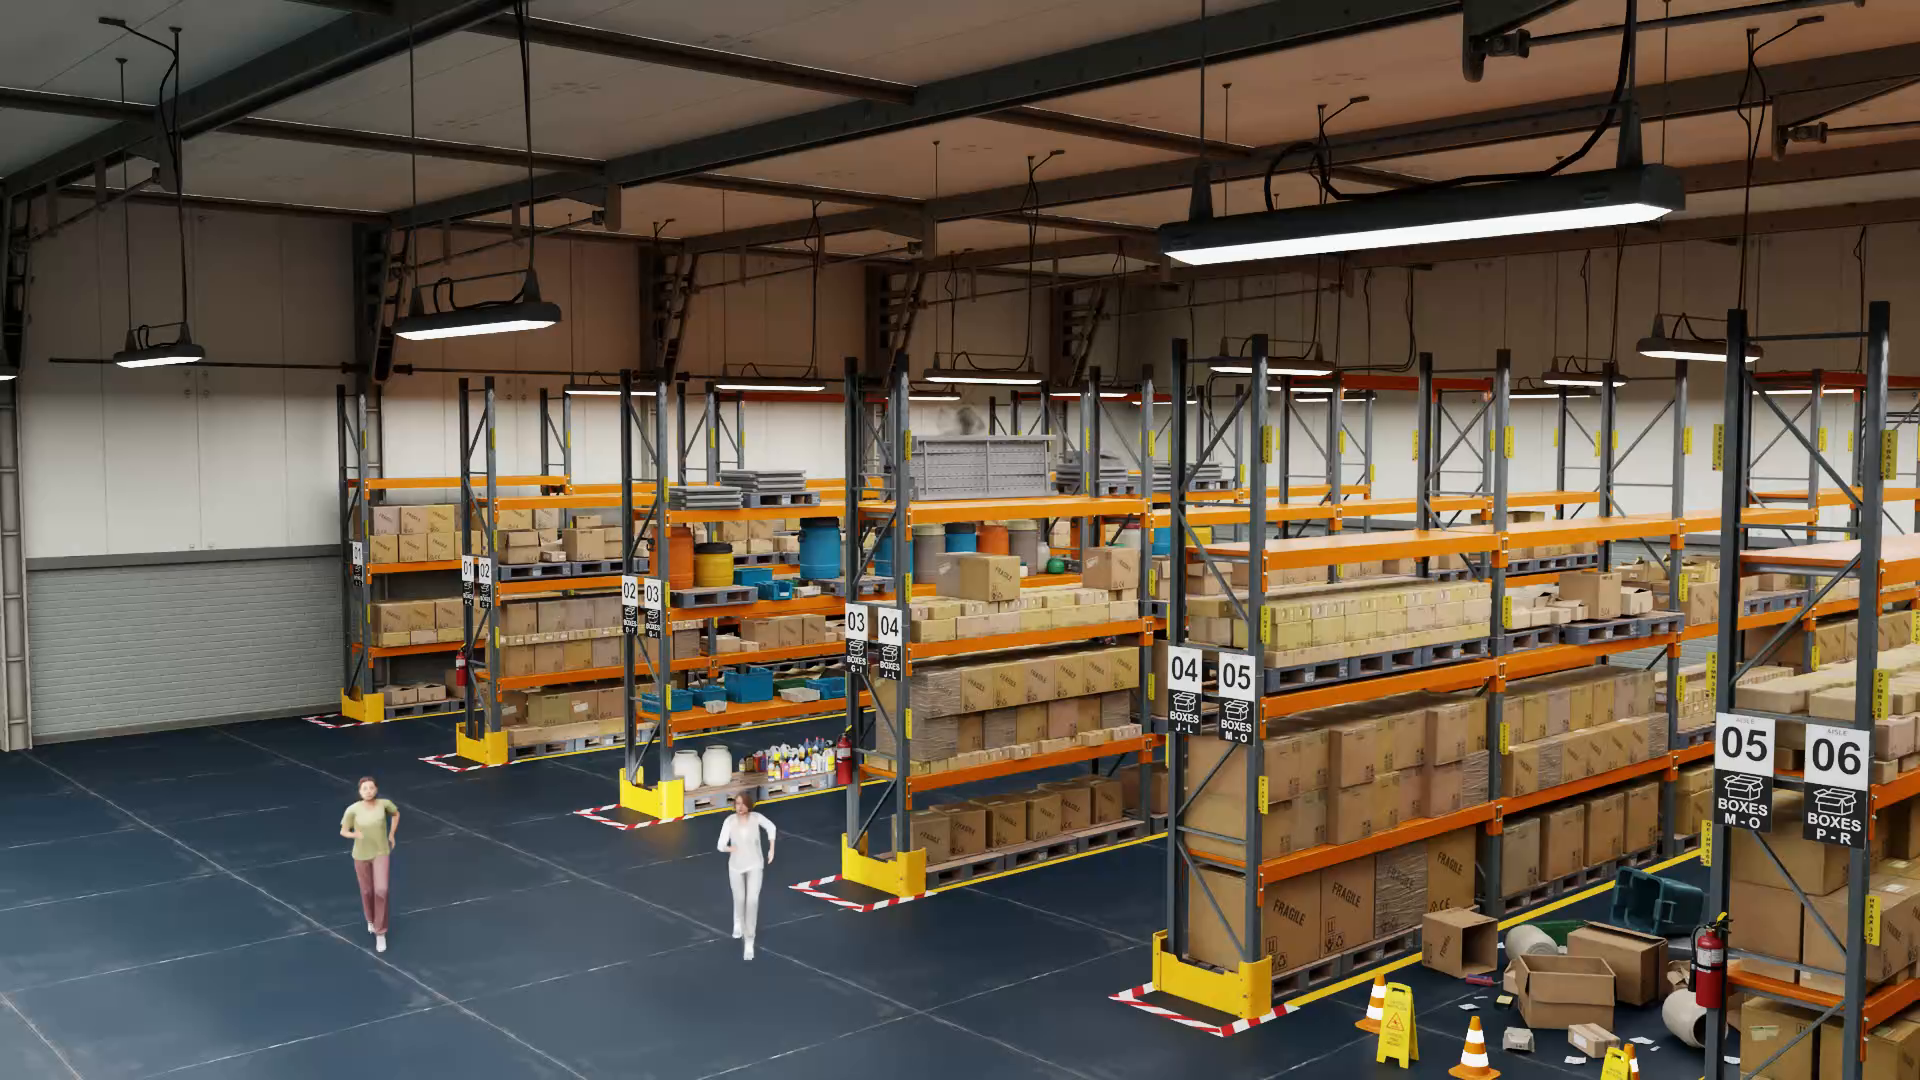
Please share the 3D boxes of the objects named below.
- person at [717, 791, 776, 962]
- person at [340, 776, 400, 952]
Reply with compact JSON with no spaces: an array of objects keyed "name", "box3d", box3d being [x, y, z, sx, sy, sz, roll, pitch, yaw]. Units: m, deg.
[{"name":"person","box3d":[-2.114,3.288,16.501,0.548,1.623,0.844,0,4,-1]},{"name":"person","box3d":[-5.952,3.228,16.793,0.563,1.726,0.778,-1,4,-17]}]
